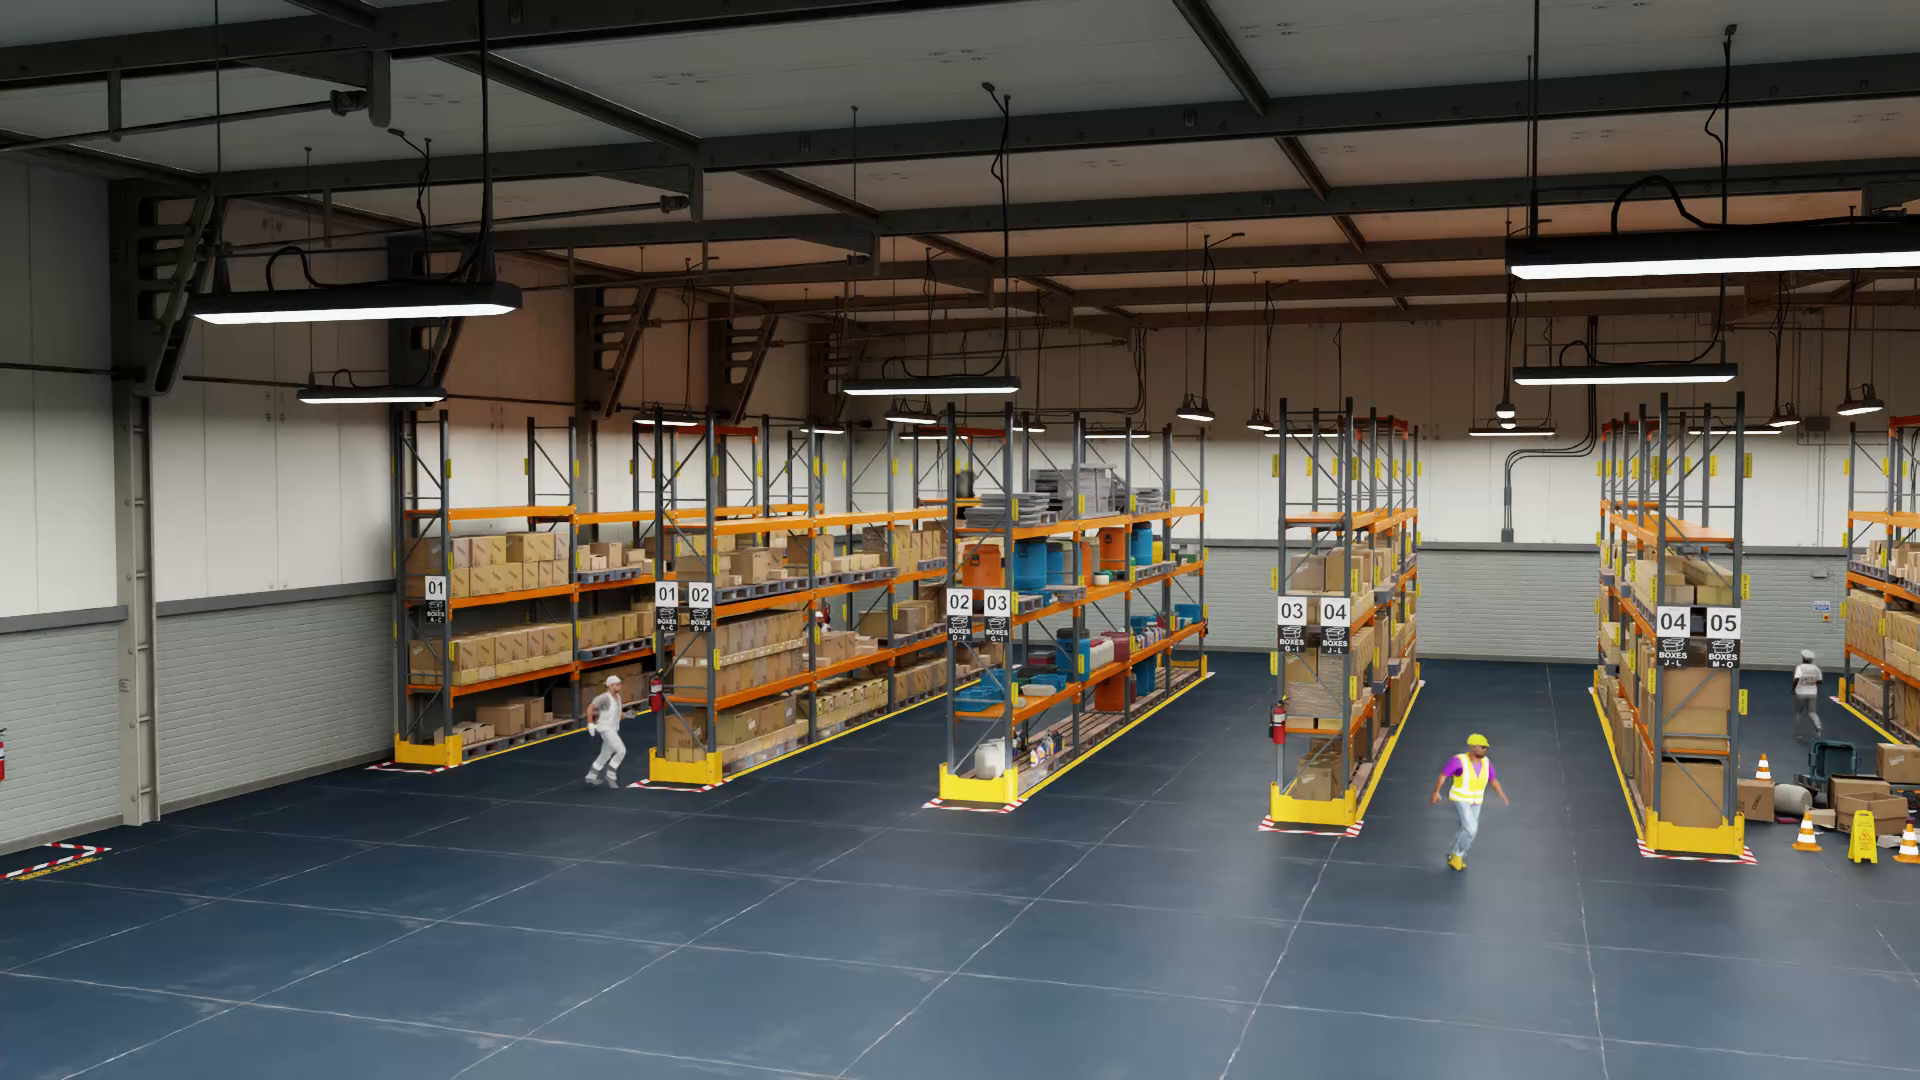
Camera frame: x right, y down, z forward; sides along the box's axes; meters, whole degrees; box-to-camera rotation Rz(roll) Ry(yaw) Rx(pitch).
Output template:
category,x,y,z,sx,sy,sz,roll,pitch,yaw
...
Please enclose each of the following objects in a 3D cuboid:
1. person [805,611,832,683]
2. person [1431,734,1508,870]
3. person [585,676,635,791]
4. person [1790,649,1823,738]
category,x,y,z,sx,sy,sz,roll,pitch,yaw
person,-3.227,2.497,38.194,0.641,1.748,0.927,0,2,0
person,6.336,3.244,20.582,0.686,1.711,0.807,-1,3,-24
person,-5.502,3.011,26.009,0.789,1.785,0.692,1,3,14
person,15.568,2.848,30.548,0.551,1.660,0.866,0,2,6
